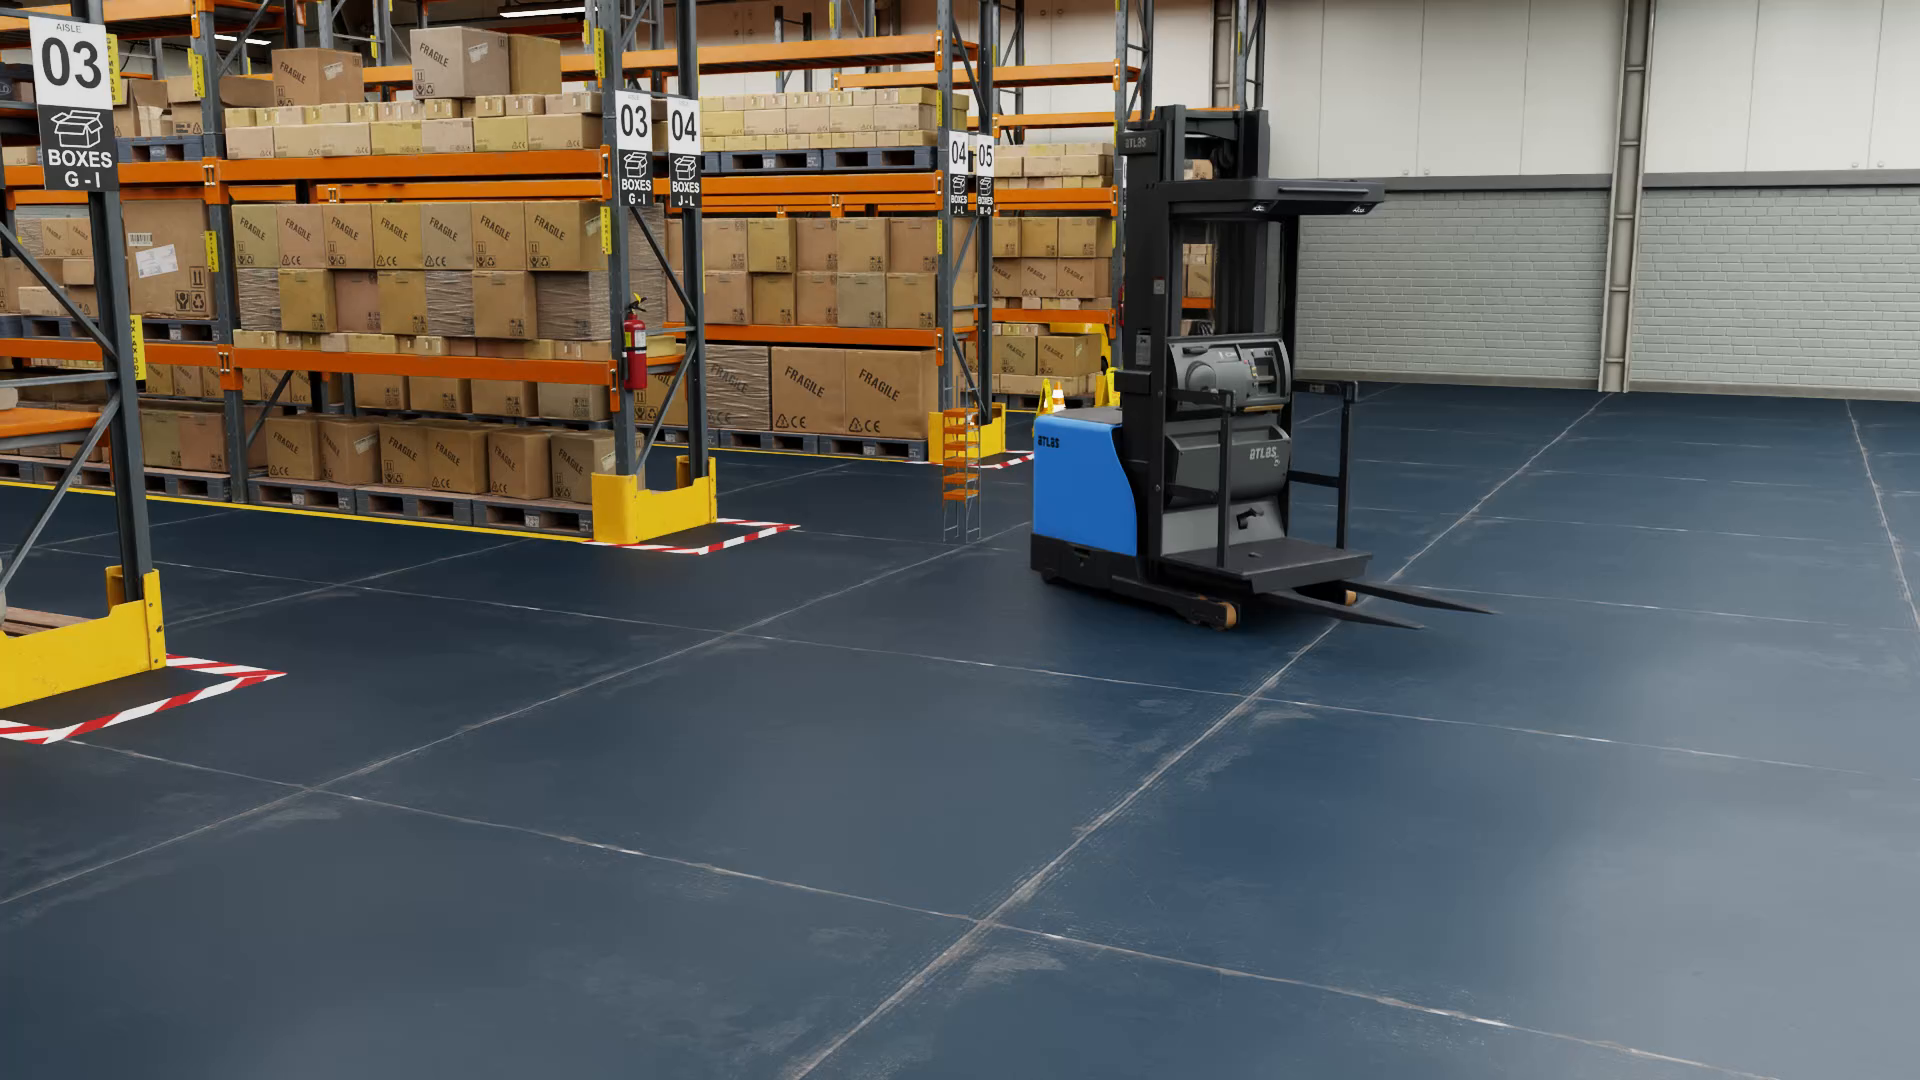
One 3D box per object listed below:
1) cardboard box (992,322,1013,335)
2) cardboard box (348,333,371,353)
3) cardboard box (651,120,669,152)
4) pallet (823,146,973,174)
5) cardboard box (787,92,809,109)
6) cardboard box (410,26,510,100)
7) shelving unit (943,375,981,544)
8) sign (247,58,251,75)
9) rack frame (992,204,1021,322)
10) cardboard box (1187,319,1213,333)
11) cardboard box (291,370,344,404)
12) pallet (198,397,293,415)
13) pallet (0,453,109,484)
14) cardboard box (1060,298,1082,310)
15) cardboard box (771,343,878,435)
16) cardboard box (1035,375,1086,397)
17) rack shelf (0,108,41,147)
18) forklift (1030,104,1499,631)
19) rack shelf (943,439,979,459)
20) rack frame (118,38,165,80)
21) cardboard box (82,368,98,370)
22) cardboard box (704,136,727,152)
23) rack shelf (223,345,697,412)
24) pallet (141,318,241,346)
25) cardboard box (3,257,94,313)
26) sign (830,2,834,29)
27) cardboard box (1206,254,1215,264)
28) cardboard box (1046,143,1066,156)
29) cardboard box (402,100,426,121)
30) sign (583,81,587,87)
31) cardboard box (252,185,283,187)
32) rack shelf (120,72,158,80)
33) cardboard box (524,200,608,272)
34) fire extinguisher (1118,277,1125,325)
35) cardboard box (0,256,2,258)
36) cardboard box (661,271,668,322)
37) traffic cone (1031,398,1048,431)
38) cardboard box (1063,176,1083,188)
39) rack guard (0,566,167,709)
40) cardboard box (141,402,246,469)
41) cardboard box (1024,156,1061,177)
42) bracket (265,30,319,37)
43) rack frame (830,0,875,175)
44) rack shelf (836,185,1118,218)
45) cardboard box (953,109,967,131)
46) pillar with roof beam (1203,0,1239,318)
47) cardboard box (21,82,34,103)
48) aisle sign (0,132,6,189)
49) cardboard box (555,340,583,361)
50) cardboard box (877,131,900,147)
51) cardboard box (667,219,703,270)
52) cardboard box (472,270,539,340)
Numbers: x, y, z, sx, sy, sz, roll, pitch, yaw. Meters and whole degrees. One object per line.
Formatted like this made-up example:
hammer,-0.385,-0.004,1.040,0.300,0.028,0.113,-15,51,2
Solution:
cardboard box,0.505,-2.746,21.593,0.250,0.149,0.380,6,12,28
cardboard box,-4.623,-1.572,13.200,0.250,0.149,0.380,5,11,26
cardboard box,-2.545,-3.022,12.502,0.500,0.250,0.500,5,12,28
pallet,-0.612,-3.814,16.705,1.213,0.211,1.003,5,11,26
cardboard box,-1.535,-4.398,16.690,0.250,0.149,0.380,5,11,25
cardboard box,-3.729,-3.540,12.422,0.500,0.500,0.500,5,11,26
shelving unit,0.013,-0.589,12.117,0.189,1.200,0.258,5,11,26
sign,-11.938,-7.920,27.877,0.005,0.325,0.100,5,11,26
rack frame,0.763,-4.231,27.186,0.127,3.000,1.000,5,11,26
cardboard box,3.799,-3.248,25.488,0.500,0.250,0.500,5,12,28
cardboard box,-7.822,-1.942,20.375,0.500,0.500,0.500,5,11,26
pallet,-8.907,-1.741,21.256,1.213,0.211,1.003,5,11,26
pallet,-8.702,-0.737,15.708,1.213,0.211,1.003,5,11,26
cardboard box,1.451,-2.997,21.072,0.250,0.149,0.380,5,11,25
cardboard box,-1.370,-1.597,17.421,0.875,0.875,0.875,5,11,25
cardboard box,1.292,-1.999,21.395,0.500,0.250,0.500,5,11,26
rack shelf,-6.213,-2.029,8.615,4.000,0.370,1.077,5,11,26
forklift,1.725,-1.026,9.668,1.130,2.935,3.031,-7,13,-35
rack shelf,0.013,-0.664,12.104,0.180,0.103,0.258,5,11,26
rack frame,-10.704,-6.222,21.341,0.127,3.000,1.000,5,11,26
cardboard box,-11.375,-2.214,22.029,0.250,0.149,0.380,4,11,23
cardboard box,-2.440,-4.085,17.201,0.250,0.149,0.380,5,11,25
rack shelf,-4.021,-1.344,13.253,4.000,0.370,1.077,5,11,26
pallet,-6.436,-1.844,14.537,1.213,0.211,1.003,5,11,26
cardboard box,-8.355,-2.362,15.400,0.500,0.500,0.700,7,12,34
sign,-1.670,-6.839,21.680,0.005,0.325,0.100,5,11,26
cardboard box,3.915,-4.267,25.282,0.250,0.149,0.380,5,11,27
cardboard box,1.272,-4.891,20.875,0.250,0.149,0.380,5,11,25
cardboard box,-4.003,-3.243,12.607,0.250,0.149,0.380,4,11,23
sign,-6.668,-8.227,29.574,0.005,0.325,0.100,5,11,26
cardboard box,-8.195,-4.522,20.088,0.500,0.500,0.500,5,11,26
rack shelf,-12.497,-6.024,22.276,4.000,0.370,1.077,5,11,26
cardboard box,-2.830,-2.232,12.215,0.500,0.500,0.500,5,11,26
fire extinguisher,2.056,-3.002,20.613,0.183,0.674,0.296,5,11,26
cardboard box,-12.626,-3.583,22.491,0.500,0.500,0.500,5,11,24
cardboard box,-3.193,-2.686,18.229,0.550,0.550,0.875,5,11,26
traffic cone,1.015,-1.498,19.210,0.334,0.463,0.336,5,11,26
cardboard box,1.476,-4.473,20.806,0.250,0.149,0.380,5,11,26
rack guard,-4.508,0.482,8.161,0.348,0.500,1.175,5,11,26
cardboard box,-6.775,-0.934,14.753,0.500,0.500,0.700,5,11,25
cardboard box,1.135,-4.711,21.000,0.500,0.250,0.500,5,11,25
bracket,-15.052,-10.453,34.609,5.218,0.066,0.076,5,11,26
rack frame,-1.430,-6.390,22.270,0.127,3.000,1.000,5,11,26
rack shelf,0.364,-4.403,21.730,4.000,0.370,1.077,5,11,26
cardboard box,-0.261,-4.208,16.761,0.500,0.250,0.500,5,11,26
pillar with roof beam,2.220,-6.379,22.210,0.400,9.000,9.100,5,11,26
cardboard box,-8.187,-3.785,14.612,0.500,0.500,0.500,5,11,24
aisle sign,-4.486,-1.975,7.422,0.004,0.787,0.394,5,11,26
cardboard box,-2.798,-1.426,12.391,0.250,0.149,0.380,5,11,26
cardboard box,-0.616,-3.925,16.316,0.250,0.149,0.380,5,11,26
cardboard box,-2.669,-3.185,17.955,0.550,0.550,0.875,5,11,26
cardboard box,-3.210,-1.804,12.658,0.500,0.500,0.875,5,11,26
